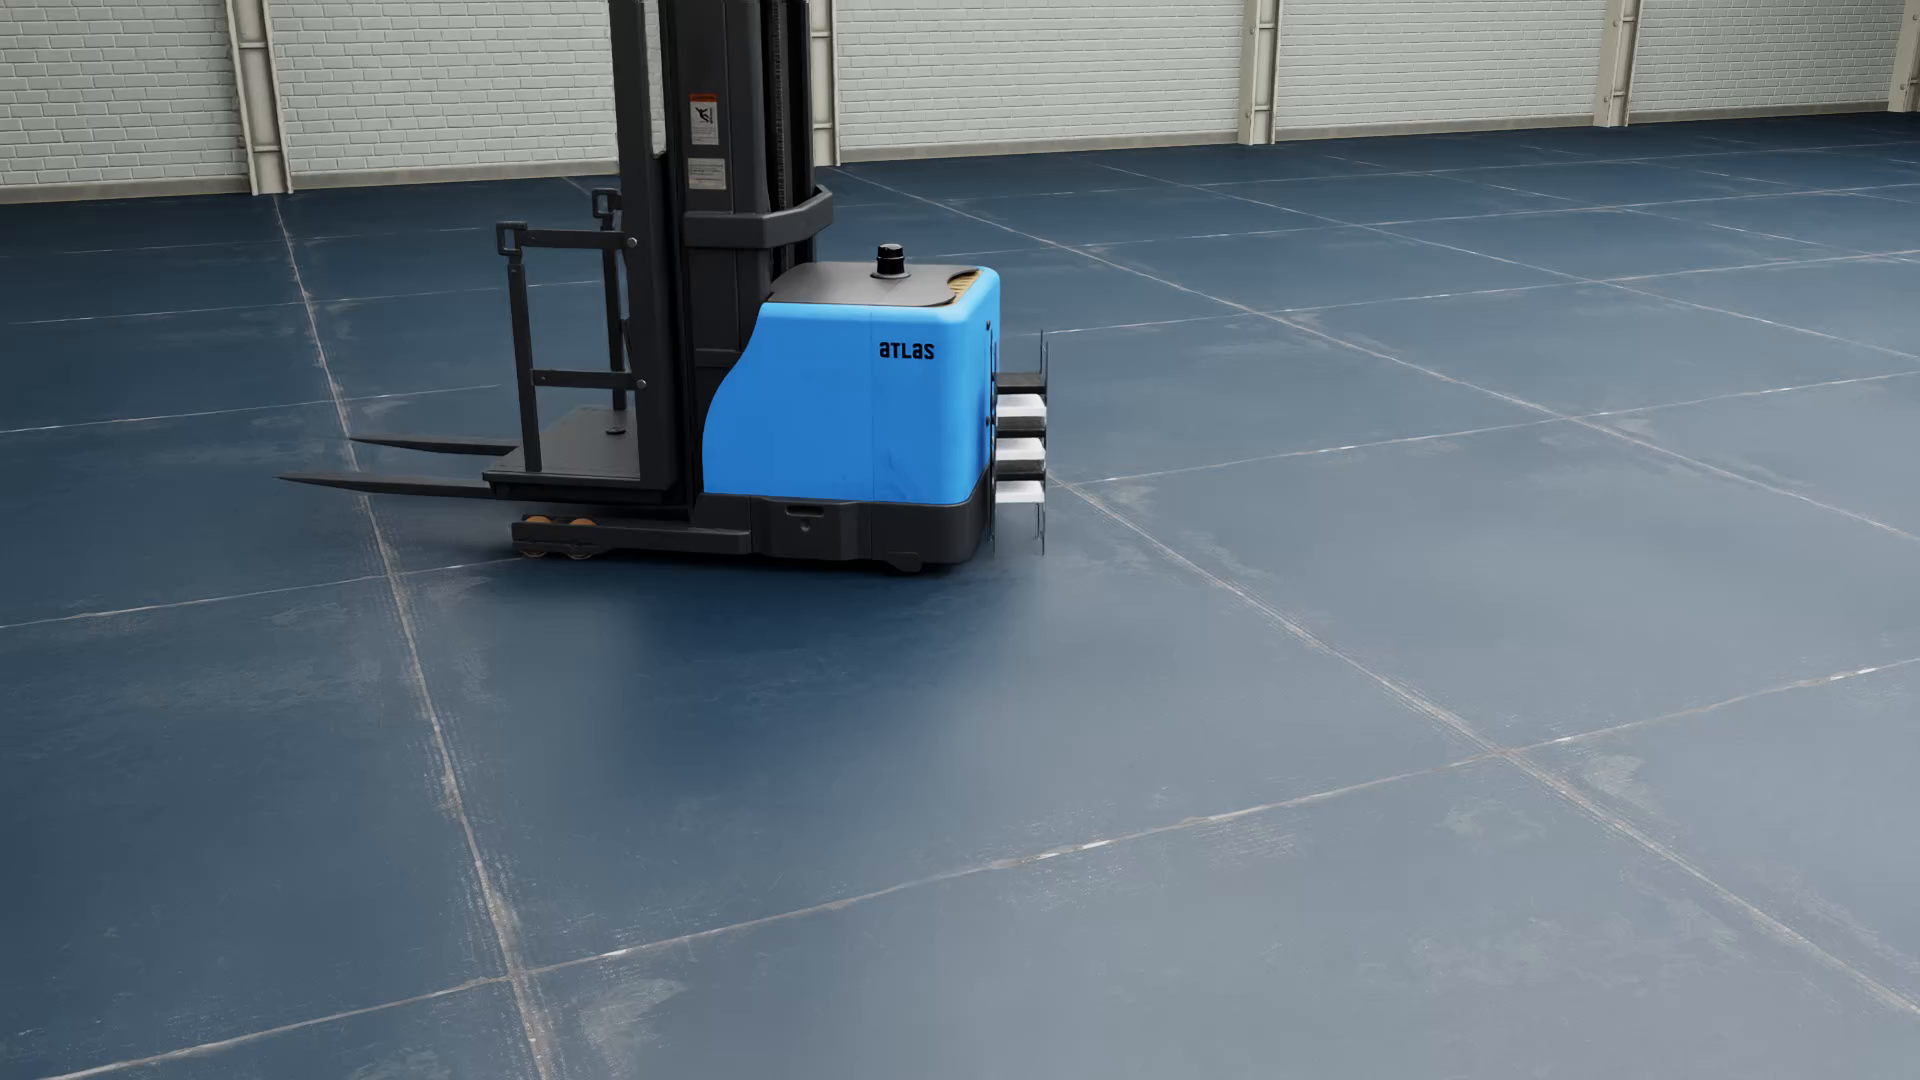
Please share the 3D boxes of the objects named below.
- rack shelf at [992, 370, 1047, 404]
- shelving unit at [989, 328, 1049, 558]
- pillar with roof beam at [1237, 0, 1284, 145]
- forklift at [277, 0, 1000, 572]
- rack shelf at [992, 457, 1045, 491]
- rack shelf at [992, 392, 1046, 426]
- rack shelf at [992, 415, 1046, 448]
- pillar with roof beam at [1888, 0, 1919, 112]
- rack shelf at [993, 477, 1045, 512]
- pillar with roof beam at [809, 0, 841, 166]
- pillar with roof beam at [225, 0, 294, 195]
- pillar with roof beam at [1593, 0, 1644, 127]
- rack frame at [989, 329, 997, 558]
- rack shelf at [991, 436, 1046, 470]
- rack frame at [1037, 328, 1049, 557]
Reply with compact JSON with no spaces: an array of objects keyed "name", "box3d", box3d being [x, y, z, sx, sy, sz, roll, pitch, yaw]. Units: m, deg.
[{"name":"rack shelf","box3d":[0.236,-0.617,6.707,0.200,0.077,0.258,-1,19,-3]},{"name":"shelving unit","box3d":[0.236,-0.394,6.785,0.210,0.900,0.258,-1,19,-3]},{"name":"pillar with roof beam","box3d":[5.575,-8.125,16.549,0.400,9.000,9.100,-8,21,-22]},{"name":"forklift","box3d":[-1.381,-1.469,6.782,3.031,2.935,1.130,3,20,9]},{"name":"rack shelf","box3d":[0.236,-0.277,6.826,0.200,0.077,0.258,-1,19,-3]},{"name":"rack shelf","box3d":[0.236,-0.532,6.736,0.200,0.077,0.258,-1,19,-3]},{"name":"rack shelf","box3d":[0.236,-0.447,6.766,0.200,0.077,0.258,-1,19,-3]},{"name":"pillar with roof beam","box3d":[16.594,-9.704,21.032,0.400,9.000,9.100,-8,21,-22]},{"name":"rack shelf","box3d":[0.236,-0.193,6.856,0.200,0.077,0.258,-1,19,-3]},{"name":"pillar with roof beam","box3d":[0.066,-7.336,14.307,0.400,9.000,9.100,-8,21,-22]},{"name":"pillar with roof beam","box3d":[-5.443,-6.546,12.065,0.400,9.000,9.100,-8,21,-22]},{"name":"pillar with roof beam","box3d":[11.085,-8.914,18.790,0.400,9.000,9.100,-8,21,-22]},{"name":"rack frame","box3d":[0.135,-0.392,6.780,0.006,0.900,0.240,-1,19,-3]},{"name":"rack shelf","box3d":[0.236,-0.362,6.796,0.200,0.077,0.258,-1,19,-3]},{"name":"rack frame","box3d":[0.338,-0.396,6.791,0.006,0.900,0.240,-1,19,-3]}]
